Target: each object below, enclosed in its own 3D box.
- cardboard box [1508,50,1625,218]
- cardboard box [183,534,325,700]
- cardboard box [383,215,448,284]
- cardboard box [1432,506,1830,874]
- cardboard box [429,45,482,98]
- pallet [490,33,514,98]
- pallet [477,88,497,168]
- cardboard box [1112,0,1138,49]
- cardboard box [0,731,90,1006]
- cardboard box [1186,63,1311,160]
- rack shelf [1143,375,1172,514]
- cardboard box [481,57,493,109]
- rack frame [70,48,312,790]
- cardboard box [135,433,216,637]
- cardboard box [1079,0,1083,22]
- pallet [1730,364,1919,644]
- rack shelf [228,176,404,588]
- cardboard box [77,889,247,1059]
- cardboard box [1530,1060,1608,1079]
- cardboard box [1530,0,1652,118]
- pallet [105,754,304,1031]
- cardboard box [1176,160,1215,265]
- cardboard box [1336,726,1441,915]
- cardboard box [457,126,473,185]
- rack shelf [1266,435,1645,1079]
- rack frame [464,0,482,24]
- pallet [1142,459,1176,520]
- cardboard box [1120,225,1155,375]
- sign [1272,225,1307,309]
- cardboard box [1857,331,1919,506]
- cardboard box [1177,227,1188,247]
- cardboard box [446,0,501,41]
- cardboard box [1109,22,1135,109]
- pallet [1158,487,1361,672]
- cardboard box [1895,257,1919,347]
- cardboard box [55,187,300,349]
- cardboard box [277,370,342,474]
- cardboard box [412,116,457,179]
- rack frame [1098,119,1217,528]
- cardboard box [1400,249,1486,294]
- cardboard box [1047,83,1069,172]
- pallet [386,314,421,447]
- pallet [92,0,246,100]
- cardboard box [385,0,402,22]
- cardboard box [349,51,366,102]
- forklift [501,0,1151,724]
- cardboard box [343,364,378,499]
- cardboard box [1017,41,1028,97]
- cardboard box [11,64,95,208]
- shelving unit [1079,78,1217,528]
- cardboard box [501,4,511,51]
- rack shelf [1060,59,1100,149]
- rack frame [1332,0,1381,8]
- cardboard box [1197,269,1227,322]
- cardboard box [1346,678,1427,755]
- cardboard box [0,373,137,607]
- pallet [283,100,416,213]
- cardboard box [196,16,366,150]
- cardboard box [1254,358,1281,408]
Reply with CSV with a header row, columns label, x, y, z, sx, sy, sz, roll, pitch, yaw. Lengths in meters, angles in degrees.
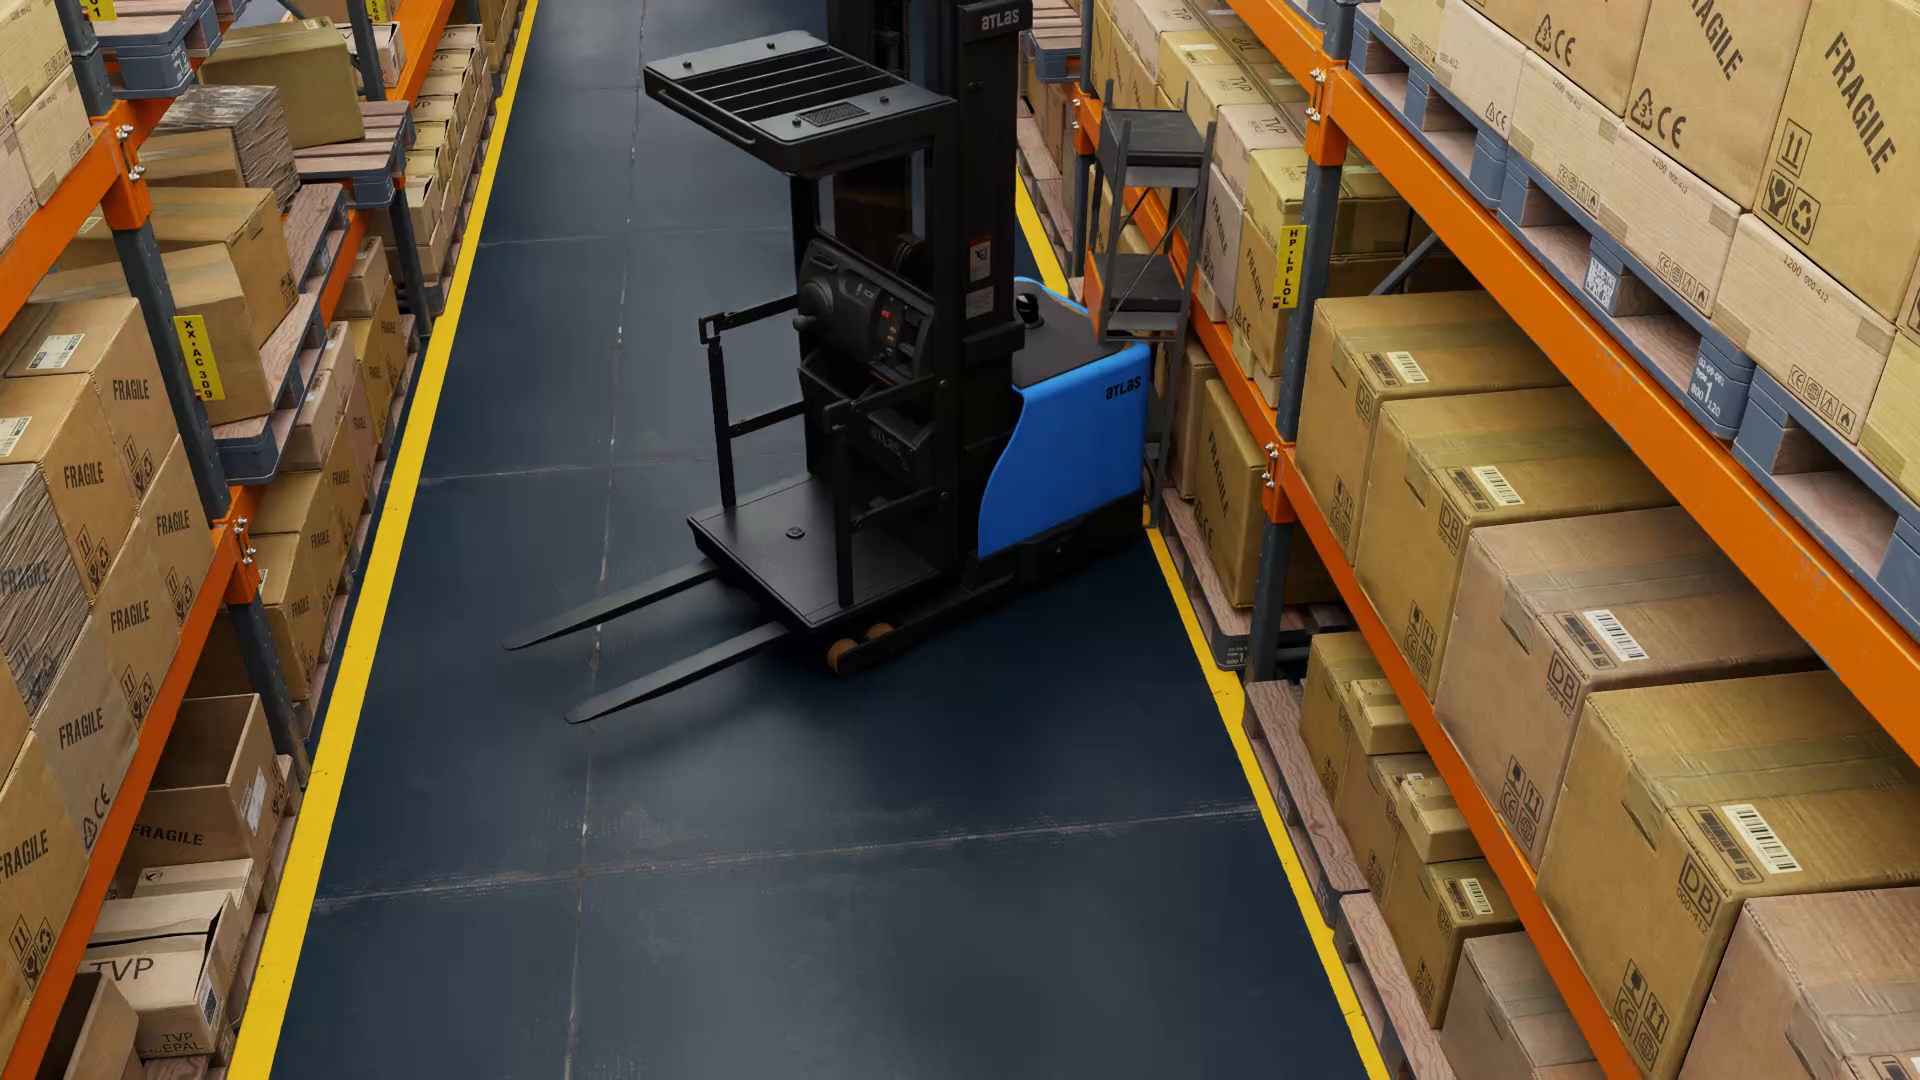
label,x,y,z,sx,sy,sz,roll,pitch,yaw
cardboard box,1.708,-1.015,4.083,0.500,0.250,0.500,-5,35,-8
cardboard box,-2.986,0.341,6.915,0.500,0.500,0.500,-6,35,-9
cardboard box,-3.480,-1.806,10.305,0.500,0.250,0.500,-4,35,-7
cardboard box,2.003,0.394,4.742,0.980,0.700,0.700,-6,35,-9
cardboard box,-3.824,-3.461,12.236,0.500,0.311,0.500,-3,34,-5
pallet,-4.304,-3.981,13.904,1.003,0.211,1.213,-4,35,-6
pallet,-4.101,-3.126,12.649,1.003,0.211,1.213,-4,35,-6
cardboard box,1.086,-2.741,8.572,0.500,0.250,0.500,-5,35,-7
cardboard box,-2.628,0.855,4.244,0.500,0.500,0.500,-4,34,-6
cardboard box,1.301,-1.893,7.328,0.500,0.250,0.500,-4,34,-5
rack shelf,0.775,-0.478,8.265,0.431,0.518,0.480,0,35,-5
cardboard box,-3.896,-3.514,12.811,0.500,0.250,0.500,-5,35,-7
rack frame,-3.163,-0.222,5.912,1.000,3.000,0.127,-4,35,-6
cardboard box,-2.841,-0.003,5.503,0.500,0.500,0.500,-4,34,-6
cardboard box,1.134,-3.316,9.972,0.700,0.500,0.500,-8,35,-12
pallet,2.173,0.017,2.976,1.003,0.211,1.213,-4,35,-6
rack shelf,-3.432,-1.040,7.752,1.077,0.370,4.000,-4,35,-6
cardboard box,-2.704,1.423,5.496,0.500,0.311,0.500,-4,35,-6
cardboard box,2.023,1.830,4.747,0.700,0.500,0.500,-4,35,-7
cardboard box,1.711,-1.321,3.866,0.500,0.500,0.500,-4,34,-6
pallet,-3.071,1.314,6.135,1.003,0.211,1.213,-4,35,-6
cardboard box,1.296,-1.575,7.527,0.500,0.500,0.500,-4,35,-6
cardboard box,1.809,0.966,6.015,0.700,0.500,0.500,-5,35,-7
cardboard box,-3.693,-2.662,11.561,0.500,0.250,0.500,-4,34,-5
rack shelf,2.014,0.814,5.030,1.077,0.370,4.000,-4,35,-6
rack frame,-4.239,-4.686,12.463,1.000,3.000,0.127,-4,35,-6
pallet,1.400,-0.554,8.875,1.003,0.211,1.213,-4,35,-6
cardboard box,1.288,-1.207,8.893,0.750,0.750,0.750,-5,35,-7
sign,1.209,-0.998,6.093,0.100,0.325,0.005,-4,35,-6
cardboard box,1.922,-0.148,2.811,0.500,0.250,0.500,-3,34,-5
cardboard box,1.268,-1.532,8.040,0.380,0.149,0.250,-3,34,-5
cardboard box,-3.991,-4.316,13.322,0.500,0.500,0.500,-4,35,-6
cardboard box,1.080,-2.420,8.767,0.500,0.500,0.500,-3,34,-5
pallet,1.567,0.128,7.874,1.003,0.211,1.213,-4,35,-6
cardboard box,1.915,-0.457,2.599,0.500,0.500,0.500,-4,35,-7
cardboard box,-3.160,-1.097,6.734,0.700,0.500,0.500,1,34,1
cardboard box,-3.121,-0.527,7.523,0.500,0.250,0.500,-4,35,-6
cardboard box,-3.625,-2.615,10.994,0.500,0.311,0.500,-5,35,-8
rack frame,0.834,-0.921,7.658,0.400,2.100,0.015,0,35,-5
cardboard box,1.933,-1.047,6.752,0.500,0.500,0.500,-6,35,-8
cardboard box,1.010,-2.949,11.743,0.700,0.500,0.500,-5,35,-7
pallet,-3.638,-0.882,9.357,1.003,0.211,1.213,-4,35,-6
pallet,-3.181,-1.753,5.662,1.213,0.211,1.003,-4,35,-6
cardboard box,-4.013,-3.724,10.962,0.500,0.500,0.500,-4,35,-6
cardboard box,-3.706,-2.623,9.515,0.500,0.311,0.500,-2,34,-3
forklift,-0.580,-0.944,7.033,3.031,2.935,1.130,-23,41,-30
cardboard box,-3.196,-0.517,8.175,0.500,0.500,0.500,-6,35,-8
cardboard box,0.785,-3.803,12.995,0.700,0.500,0.500,-3,34,-5
cardboard box,-2.834,-1.148,4.741,0.500,0.250,0.500,-4,35,-6
shelving unit,0.815,-1.062,7.856,0.431,2.100,0.503,0,35,-5
cardboard box,-4.063,-4.284,13.942,0.500,0.250,0.500,-4,35,-6
rack shelf,0.939,-3.650,11.581,1.077,0.370,4.000,-4,35,-6
rack frame,1.746,-3.078,4.776,1.000,3.000,0.127,-4,35,-6
cardboard box,1.278,-1.101,7.407,0.380,0.149,0.250,-4,35,-6
cardboard box,1.610,0.622,5.944,0.380,0.149,0.250,-3,34,-5
cardboard box,-2.767,-0.128,4.797,0.500,0.500,0.500,-5,35,-7
pallet,-3.540,-2.002,8.694,1.213,0.211,1.003,-4,35,-6
cardboard box,-3.504,-2.326,8.538,0.700,0.500,0.500,-16,37,-22
cardboard box,1.420,-0.671,6.776,0.380,0.149,0.250,-4,34,-6
